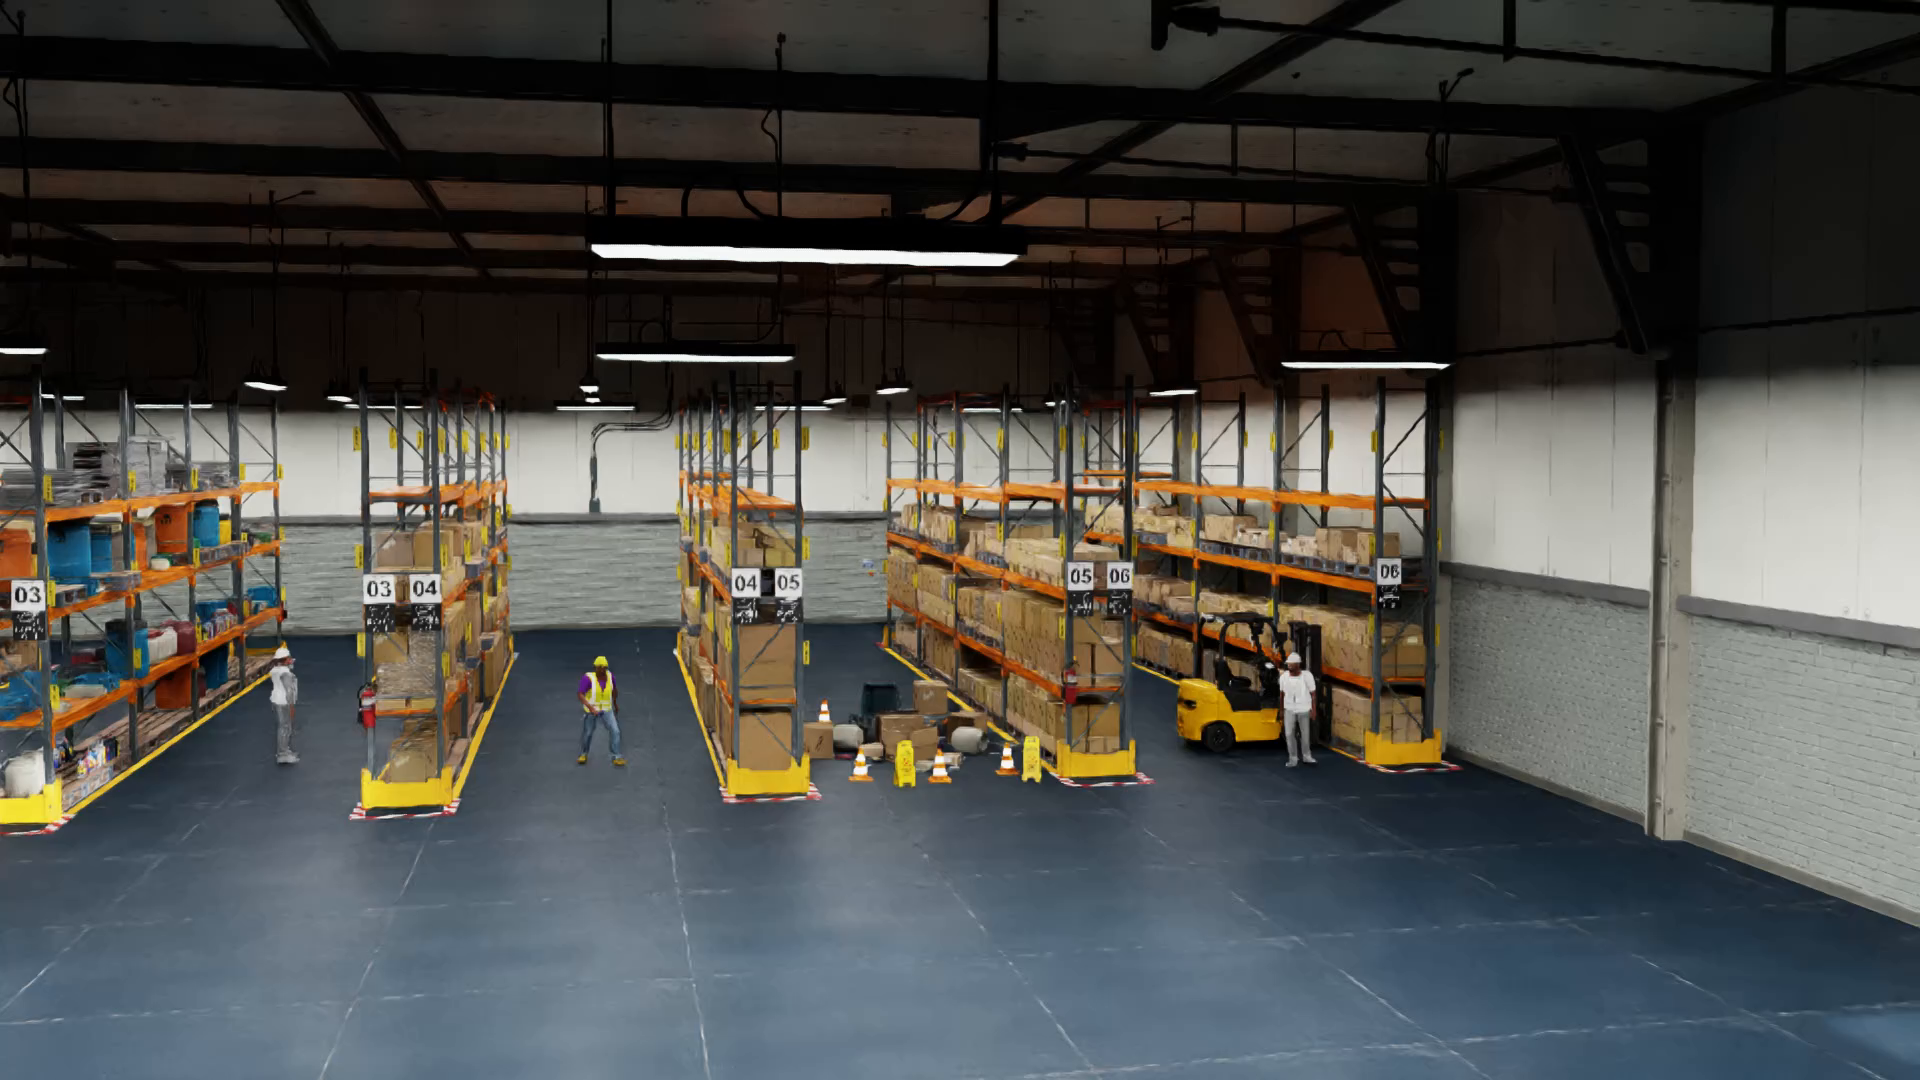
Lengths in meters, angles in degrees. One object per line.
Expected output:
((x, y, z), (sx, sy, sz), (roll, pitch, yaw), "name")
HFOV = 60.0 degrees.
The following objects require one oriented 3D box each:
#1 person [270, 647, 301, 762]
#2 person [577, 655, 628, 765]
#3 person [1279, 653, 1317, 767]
((-10.514, 2.555, 25.980), (0.450, 1.776, 0.584), (-3, 5, -42), "person")
((-5.589, 2.618, 25.698), (0.694, 1.705, 0.840), (-2, 4, -29), "person")
((5.217, 2.606, 25.655), (0.599, 1.752, 0.574), (2, 4, 24), "person")
